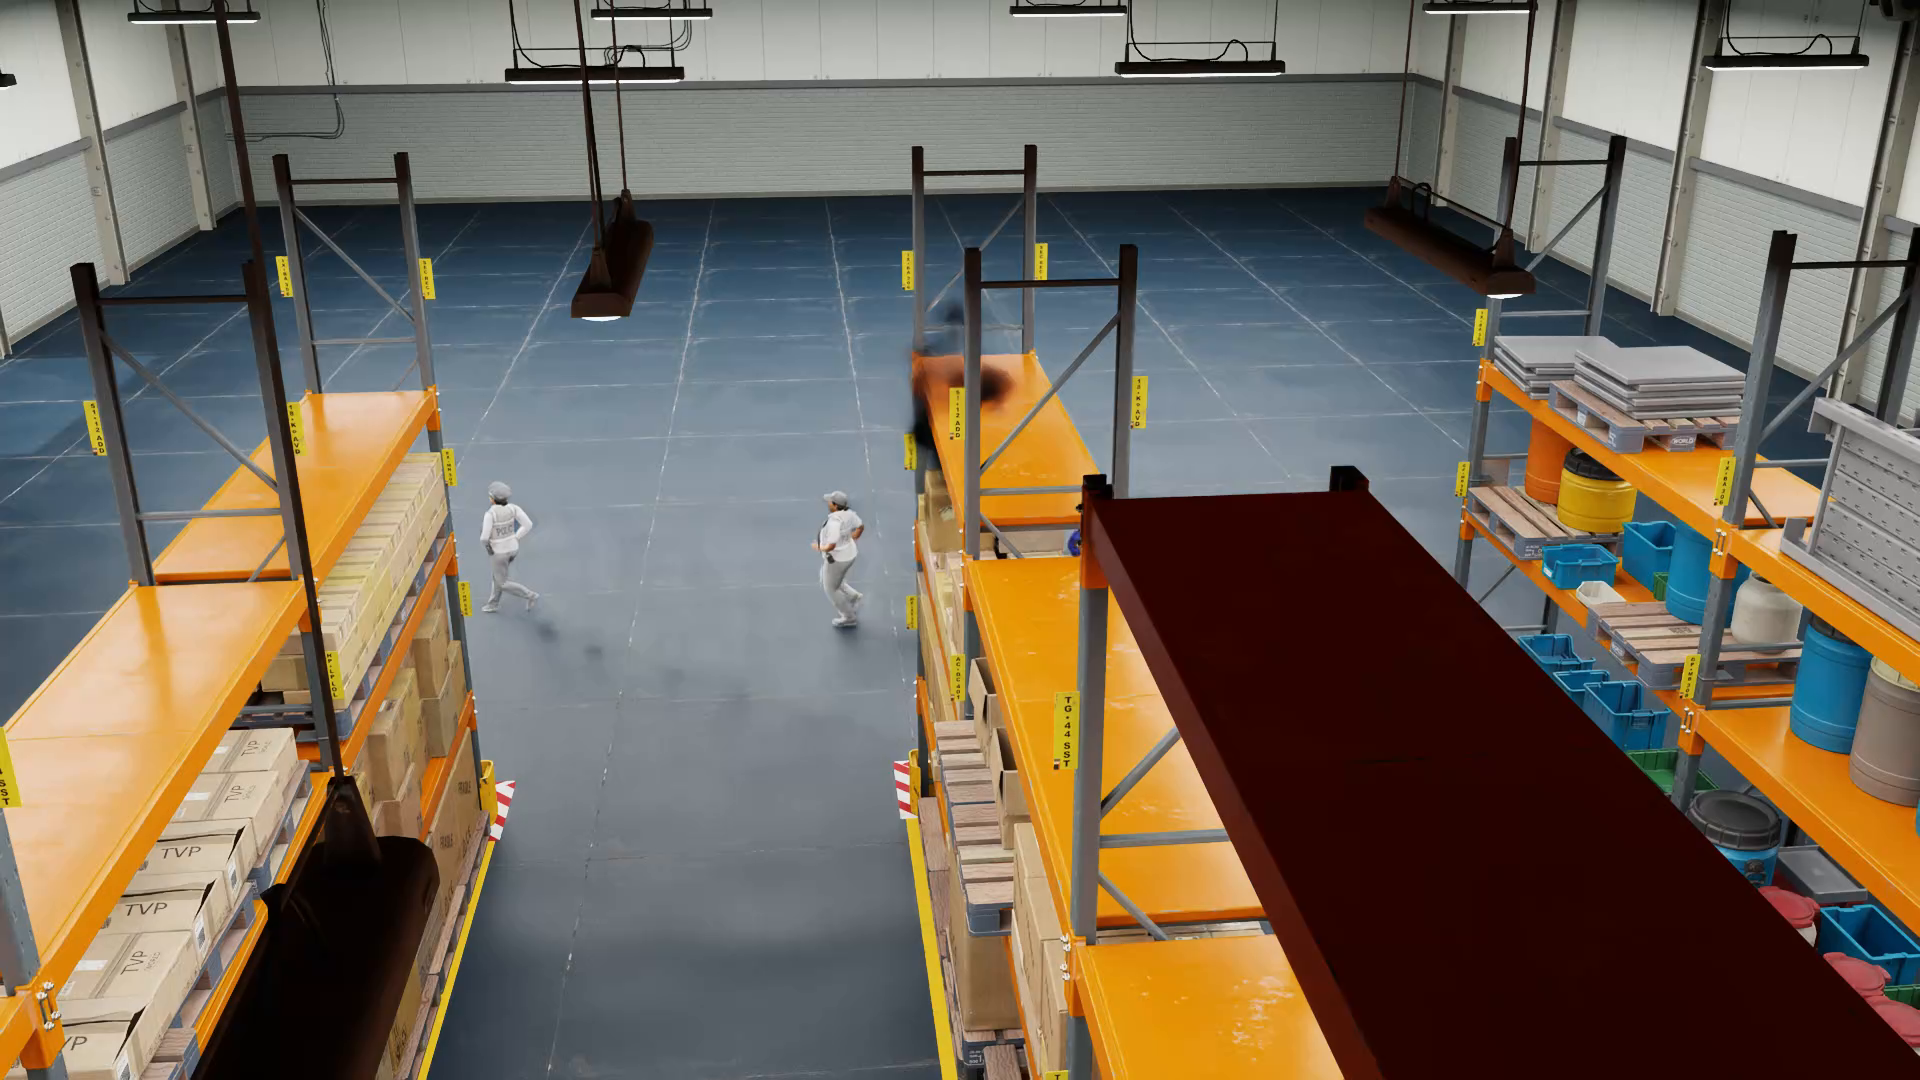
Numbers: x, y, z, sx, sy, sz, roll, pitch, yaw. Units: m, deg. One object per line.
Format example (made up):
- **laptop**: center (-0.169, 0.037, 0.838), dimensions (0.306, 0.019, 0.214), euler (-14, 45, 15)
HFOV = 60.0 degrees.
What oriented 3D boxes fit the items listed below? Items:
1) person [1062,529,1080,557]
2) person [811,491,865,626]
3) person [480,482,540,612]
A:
- **person**: center (1.356, 0.360, 18.533), dimensions (0.632, 1.598, 0.573), euler (7, 23, 18)
- **person**: center (-1.424, 0.197, 18.943), dimensions (0.535, 1.625, 0.599), euler (7, 23, 17)
- **person**: center (-5.212, 0.156, 19.044), dimensions (1.031, 1.690, 0.591), euler (12, 24, 27)
